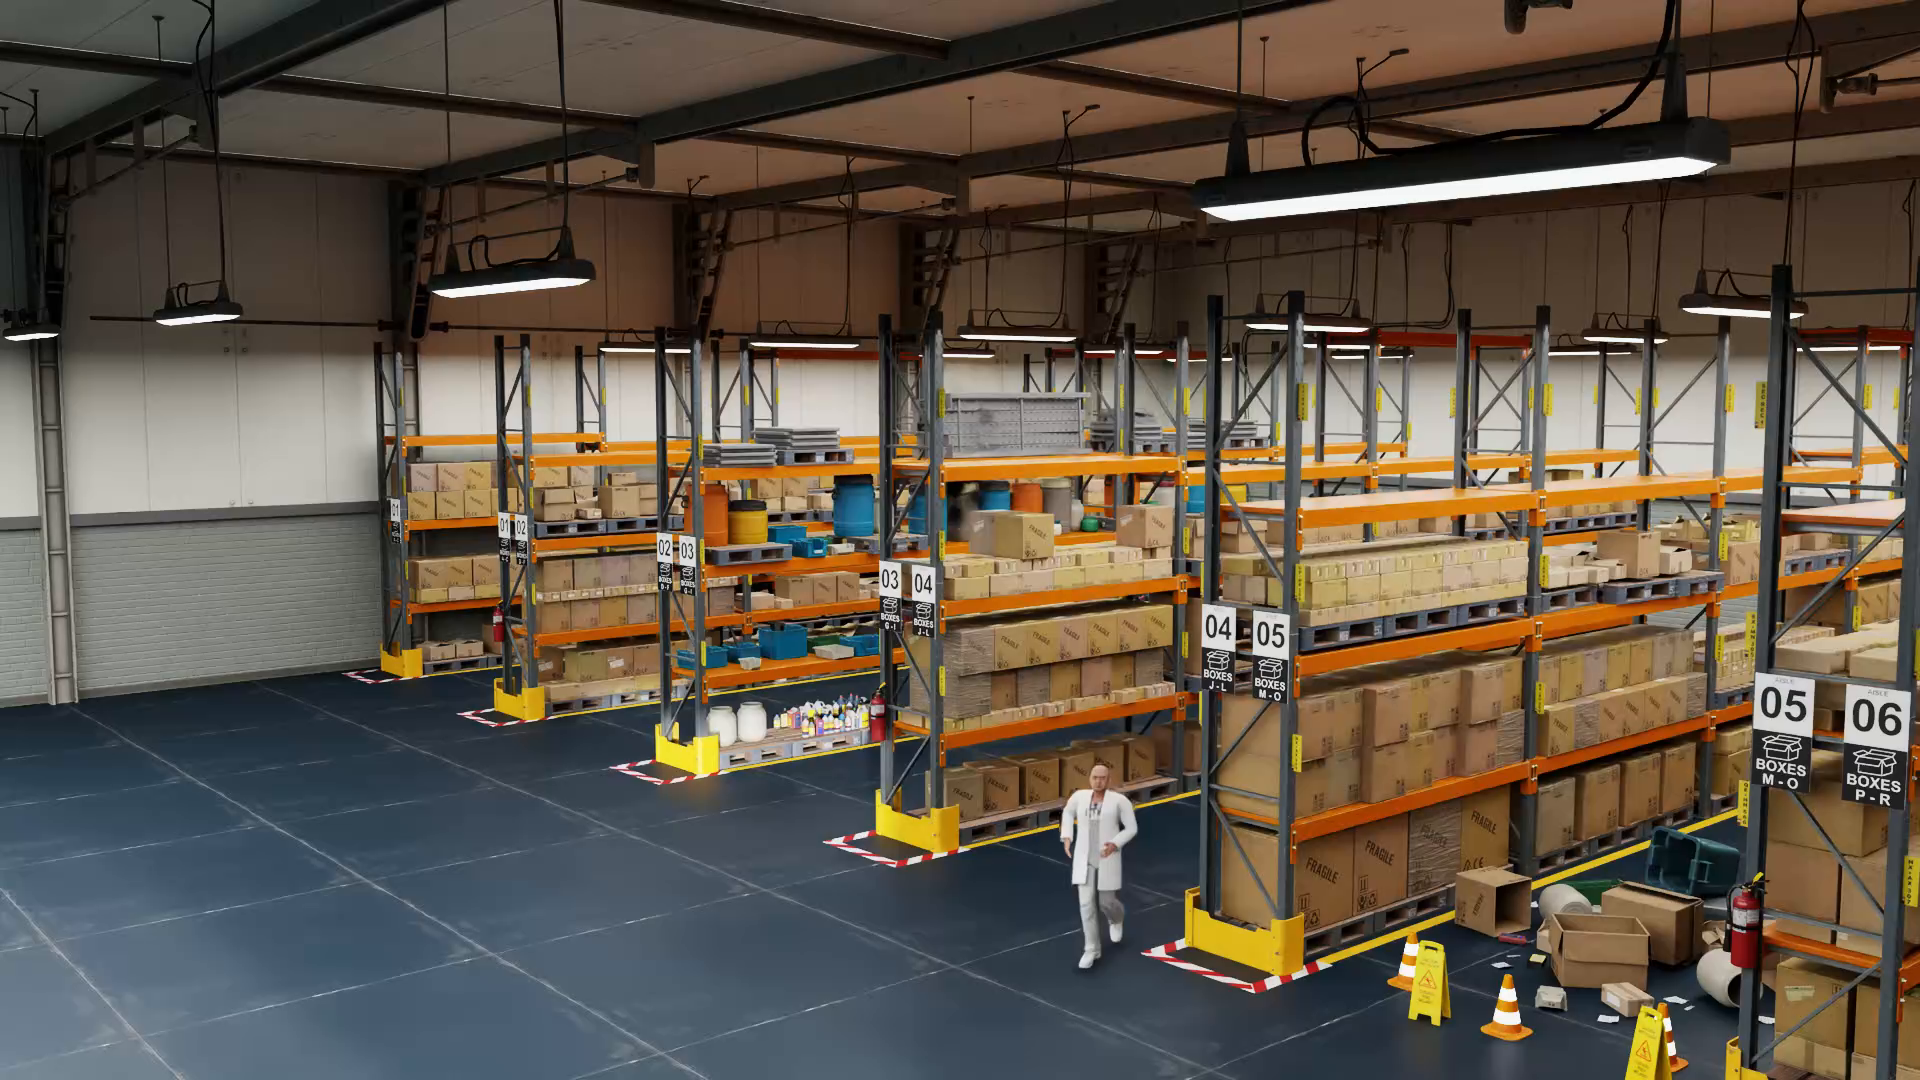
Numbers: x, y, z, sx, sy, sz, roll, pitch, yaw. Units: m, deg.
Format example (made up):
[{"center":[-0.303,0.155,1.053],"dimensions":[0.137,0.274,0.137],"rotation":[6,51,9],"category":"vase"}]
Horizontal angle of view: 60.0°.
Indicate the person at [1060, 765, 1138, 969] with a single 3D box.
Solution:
[{"center":[1.250,2.913,15.140],"dimensions":[0.735,1.758,0.922],"rotation":[2,5,17],"category":"person"}]
